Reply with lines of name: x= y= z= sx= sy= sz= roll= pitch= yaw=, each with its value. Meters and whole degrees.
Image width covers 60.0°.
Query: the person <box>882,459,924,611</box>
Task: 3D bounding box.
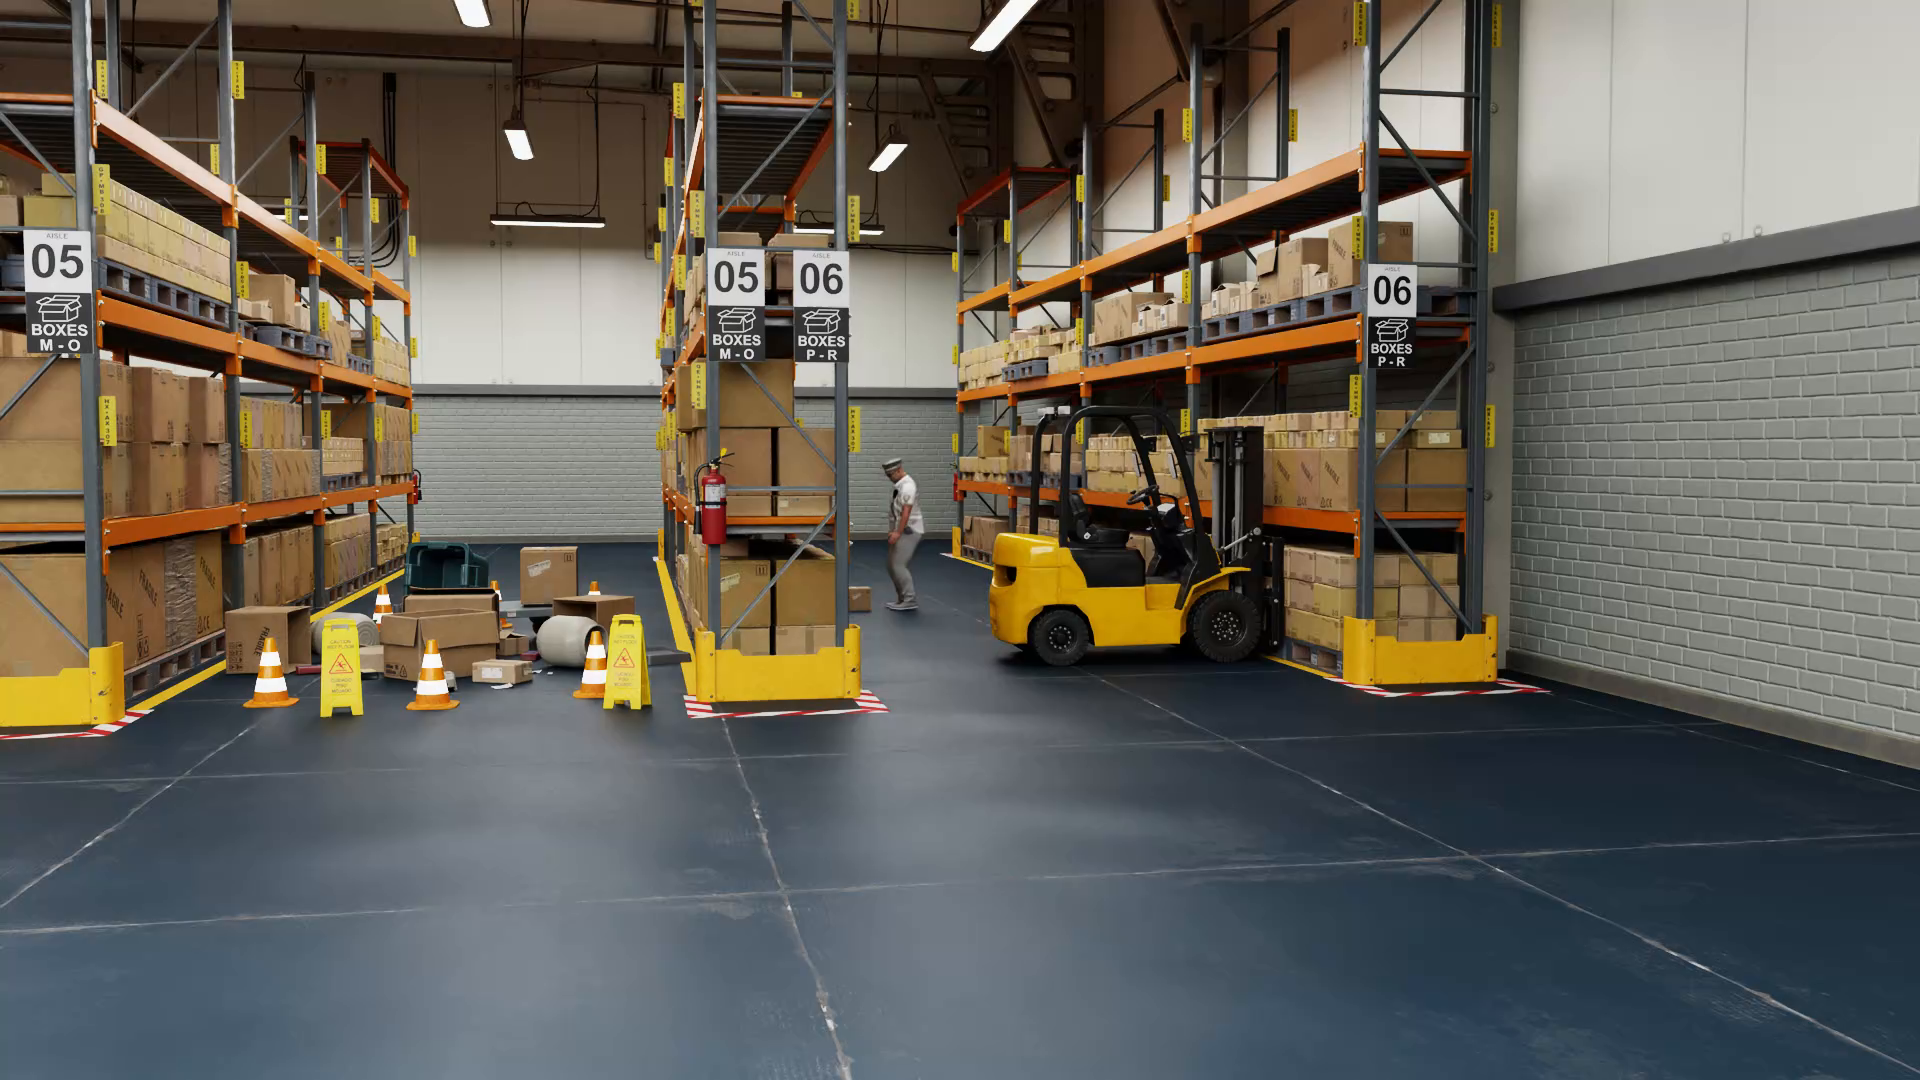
person: x=-0.649 y=-0.064 z=18.784 sx=0.475 sy=1.710 sz=0.553 roll=-1 pitch=3 yaw=-10
